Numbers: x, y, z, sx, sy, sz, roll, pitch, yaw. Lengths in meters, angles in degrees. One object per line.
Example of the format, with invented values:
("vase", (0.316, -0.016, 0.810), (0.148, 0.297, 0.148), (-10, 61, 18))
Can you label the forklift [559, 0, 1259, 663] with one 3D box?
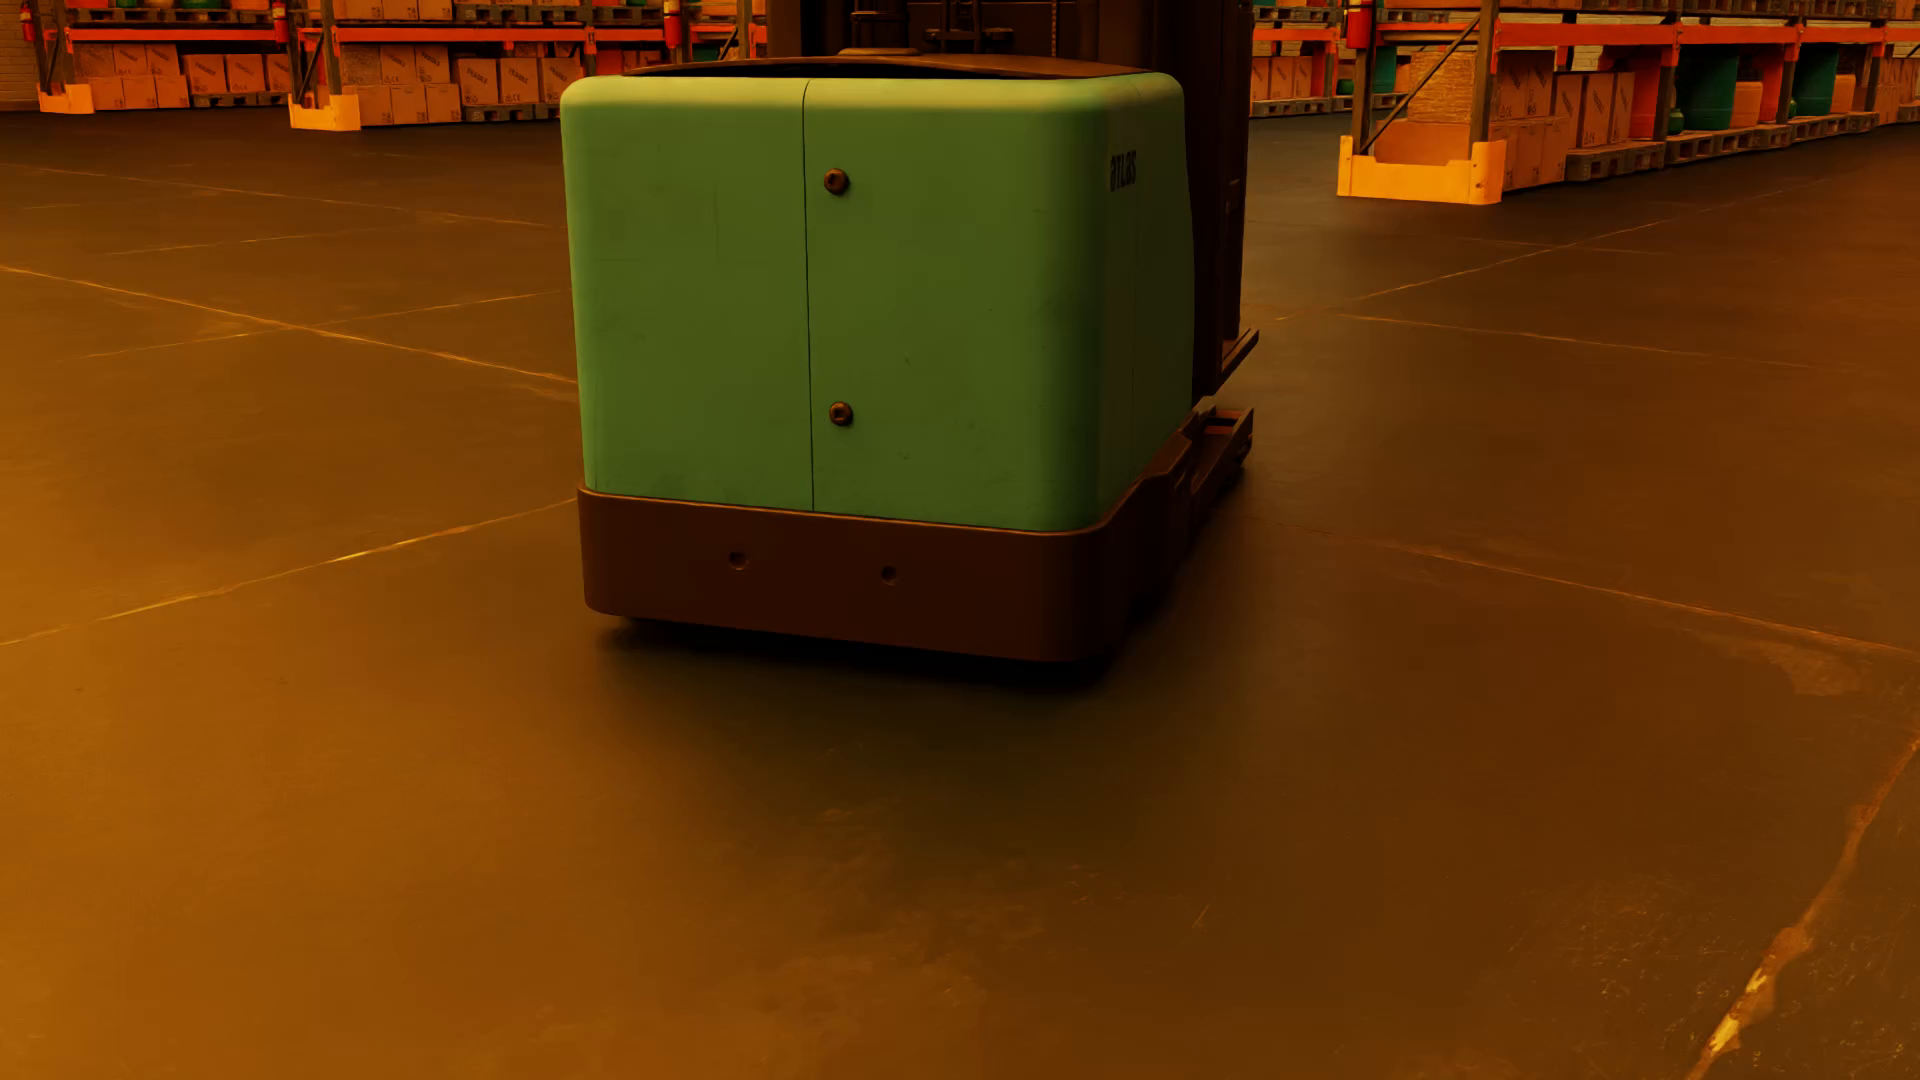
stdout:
("forklift", (0.182, -1.571, 4.072), (1.130, 2.935, 3.031), (5, 18, 17))
